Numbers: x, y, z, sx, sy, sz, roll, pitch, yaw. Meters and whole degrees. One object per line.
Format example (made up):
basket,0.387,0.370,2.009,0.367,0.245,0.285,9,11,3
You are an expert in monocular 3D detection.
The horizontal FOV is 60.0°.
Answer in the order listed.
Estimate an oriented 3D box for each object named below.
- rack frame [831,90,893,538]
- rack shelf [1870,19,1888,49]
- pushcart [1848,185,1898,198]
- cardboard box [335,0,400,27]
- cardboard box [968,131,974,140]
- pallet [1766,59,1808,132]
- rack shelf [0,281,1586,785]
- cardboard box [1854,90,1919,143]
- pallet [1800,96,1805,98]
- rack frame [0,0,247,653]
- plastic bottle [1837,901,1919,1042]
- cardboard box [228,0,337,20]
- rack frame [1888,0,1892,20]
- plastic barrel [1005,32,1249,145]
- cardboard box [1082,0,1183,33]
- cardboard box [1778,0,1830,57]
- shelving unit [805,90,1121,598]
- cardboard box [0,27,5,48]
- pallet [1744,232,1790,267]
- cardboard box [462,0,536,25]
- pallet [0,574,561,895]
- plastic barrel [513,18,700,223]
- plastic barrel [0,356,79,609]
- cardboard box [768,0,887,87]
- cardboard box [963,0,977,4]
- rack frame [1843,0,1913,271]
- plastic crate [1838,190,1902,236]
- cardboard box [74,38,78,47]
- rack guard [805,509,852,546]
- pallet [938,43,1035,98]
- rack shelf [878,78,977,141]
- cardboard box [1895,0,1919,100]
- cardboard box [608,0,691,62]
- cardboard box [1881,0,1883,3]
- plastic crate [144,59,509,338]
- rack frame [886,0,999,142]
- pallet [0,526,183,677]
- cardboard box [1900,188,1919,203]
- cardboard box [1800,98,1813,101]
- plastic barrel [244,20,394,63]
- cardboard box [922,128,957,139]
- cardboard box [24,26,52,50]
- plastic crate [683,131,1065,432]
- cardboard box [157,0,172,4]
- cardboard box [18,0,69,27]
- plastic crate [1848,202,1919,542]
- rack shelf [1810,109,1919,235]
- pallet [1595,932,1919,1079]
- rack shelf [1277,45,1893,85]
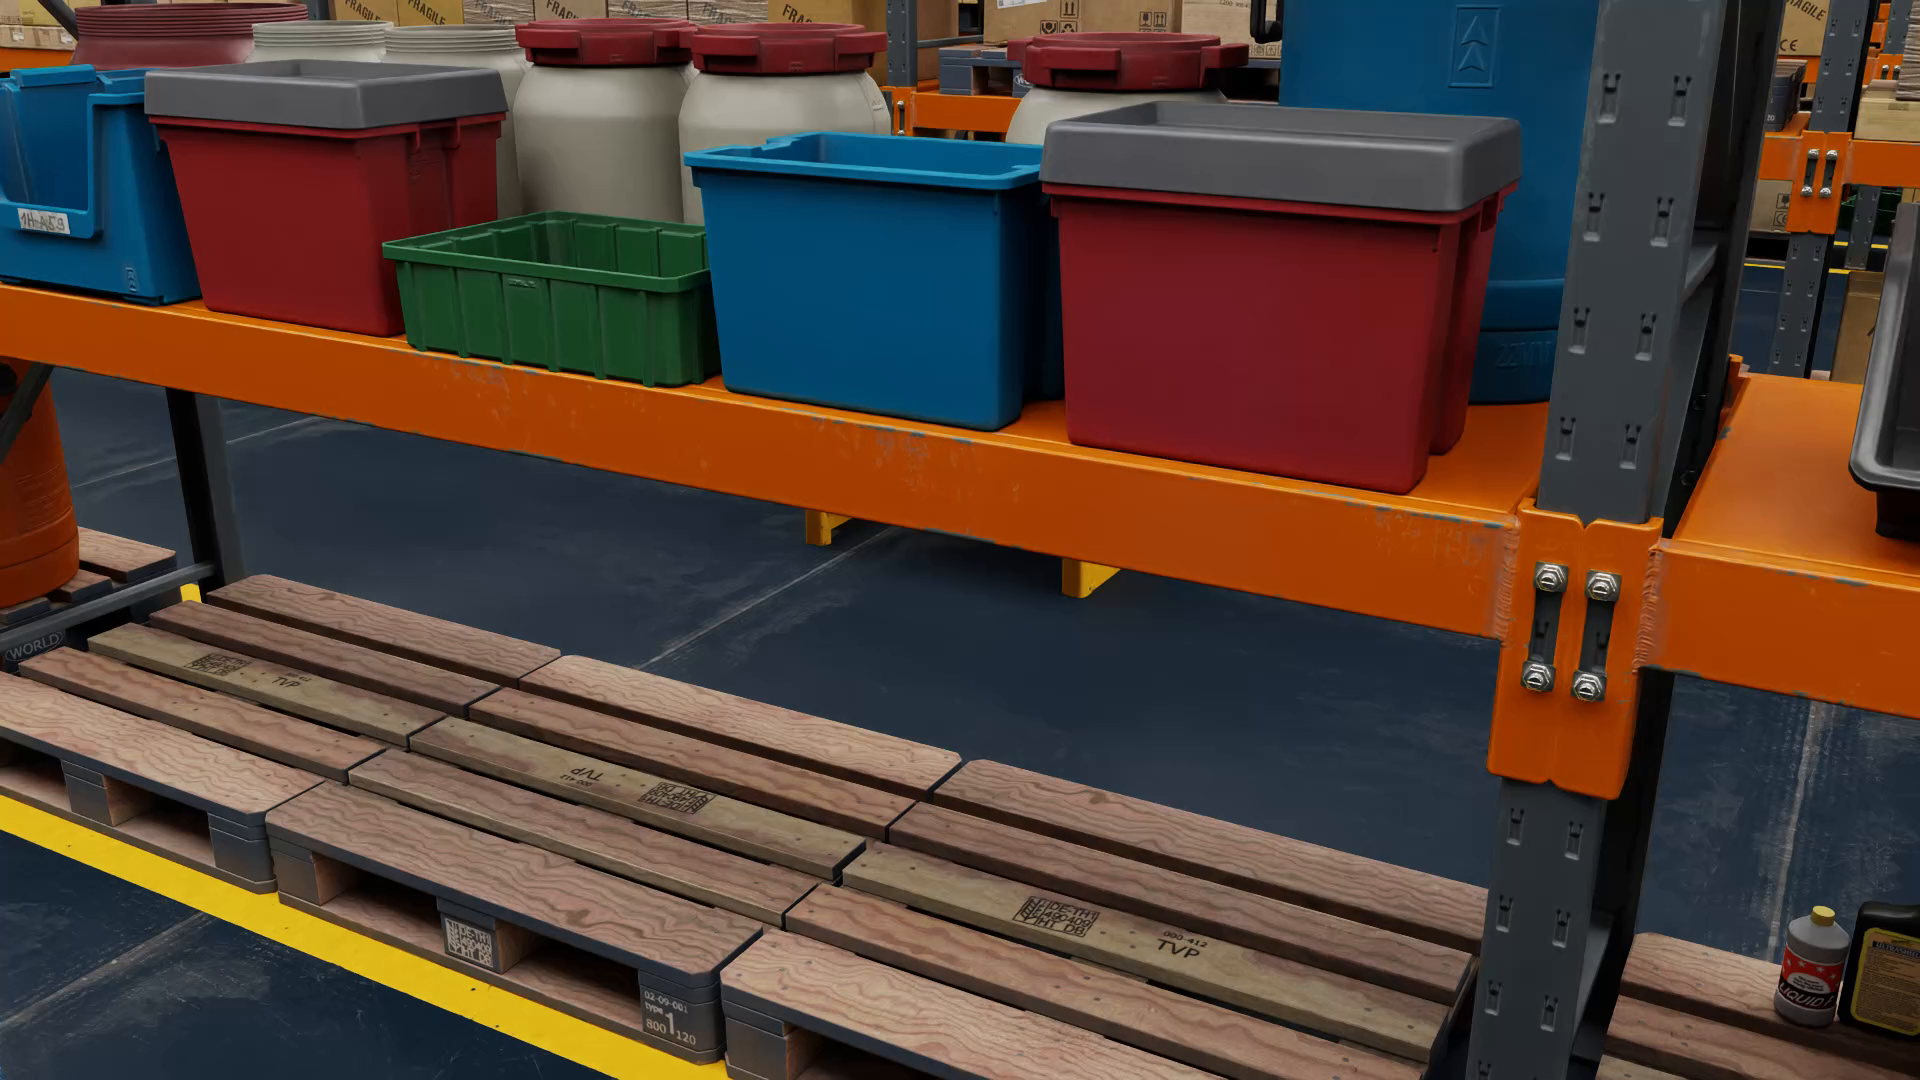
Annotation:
rack frame,-0.369,-0.775,5.803,0.032,1.500,0.500,11,23,27
rack shelf,6.522,-4.761,15.646,4.000,0.370,1.077,11,23,27
pushcart,7.200,-2.847,13.159,0.936,0.377,1.648,3,20,9
cardboard box,-3.269,-3.043,9.708,0.500,0.500,0.500,11,23,27
cardboard box,0.401,-3.256,13.493,0.500,0.500,0.500,11,23,28
pallet,2.839,-1.896,6.976,1.213,0.211,1.003,11,23,27
rack shelf,-0.726,-0.336,3.448,4.000,0.370,1.077,11,23,27
cardboard box,3.476,-1.573,6.171,0.250,0.149,0.380,11,23,27
pallet,10.024,-5.045,19.463,1.213,0.211,1.003,11,23,27
rack frame,-2.472,-1.007,4.242,0.127,3.000,1.000,11,23,27
plastic bottle,1.601,0.710,2.847,0.133,0.283,0.061,12,23,30
cardboard box,-4.062,-3.211,10.103,0.500,0.250,0.500,10,22,26
rack frame,8.268,-4.766,14.606,0.127,3.000,1.000,11,23,27
plastic barrel,0.292,-0.630,3.004,0.433,0.535,0.433,0,20,0
cardboard box,0.970,-2.585,7.830,0.500,0.500,0.700,15,25,35
cardboard box,5.357,-3.330,10.500,0.500,0.500,0.500,11,22,27
shelving unit,0.067,-0.692,5.574,1.083,1.500,0.587,11,23,27
cardboard box,-6.443,-3.452,11.350,0.250,0.149,0.380,10,22,26
pallet,5.232,-2.071,11.265,1.213,0.211,1.003,11,23,27
cardboard box,-2.393,-2.876,9.248,0.500,0.500,0.500,10,22,26
pallet,-1.815,0.444,4.331,1.213,0.211,1.003,11,23,27
plastic barrel,-0.727,-0.824,3.538,0.433,0.535,0.433,0,20,0
plastic barrel,-2.907,-0.260,4.751,0.708,0.830,0.600,11,23,27
cardboard box,-0.608,-2.537,8.313,0.500,0.500,0.500,12,23,29
cardboard box,0.221,-4.268,12.984,0.250,0.149,0.380,10,22,26
rack frame,5.943,-3.276,10.497,0.127,3.000,1.000,11,23,27
plastic crate,6.733,-2.342,11.963,0.450,0.188,0.662,-22,27,-25
cardboard box,-5.548,-3.281,10.880,0.250,0.149,0.380,10,22,26
rack guard,-0.368,-0.188,6.016,0.087,0.250,0.587,11,23,27
pallet,0.618,-2.304,8.100,1.003,0.211,1.213,11,23,27
rack shelf,-1.803,-2.476,9.347,4.000,0.370,1.077,11,23,27
cardboard box,3.798,-1.910,6.148,0.500,0.500,0.875,11,23,27
cardboard box,-1.496,-2.707,8.782,0.500,0.500,0.500,10,22,26
cardboard box,10.118,-6.180,18.723,0.500,0.250,0.500,11,23,29
plastic crate,-1.211,-0.677,3.239,0.583,0.464,0.402,11,23,27
rack frame,-0.057,-2.481,8.307,0.127,3.000,1.000,11,23,27
pallet,-3.181,0.185,5.045,1.213,0.211,1.003,11,23,27
cardboard box,6.458,-2.349,10.442,0.875,0.875,0.875,11,23,28
cardboard box,7.809,-3.815,15.221,0.625,0.372,0.950,11,23,28
plastic barrel,-1.470,-0.952,3.927,0.421,0.512,0.421,0,20,0
cardboard box,-0.649,-1.801,8.931,0.875,0.875,1.225,10,22,25
cardboard box,-5.994,-3.366,11.114,0.250,0.149,0.380,10,22,26
plastic crate,-0.095,-0.425,2.661,0.575,0.384,0.392,11,23,27
cardboard box,-4.961,-3.381,10.572,0.500,0.250,0.500,11,23,28
cardboard box,-5.859,-3.552,11.042,0.500,0.250,0.500,10,22,26
plastic crate,1.415,-0.188,2.074,0.504,0.338,0.767,11,23,27
rack shelf,5.182,-1.145,5.679,4.000,0.370,1.077,11,23,27
pallet,1.586,1.093,2.542,1.213,0.211,1.003,11,23,27
rack shelf,4.197,-3.270,11.537,4.000,0.370,1.077,11,23,27
